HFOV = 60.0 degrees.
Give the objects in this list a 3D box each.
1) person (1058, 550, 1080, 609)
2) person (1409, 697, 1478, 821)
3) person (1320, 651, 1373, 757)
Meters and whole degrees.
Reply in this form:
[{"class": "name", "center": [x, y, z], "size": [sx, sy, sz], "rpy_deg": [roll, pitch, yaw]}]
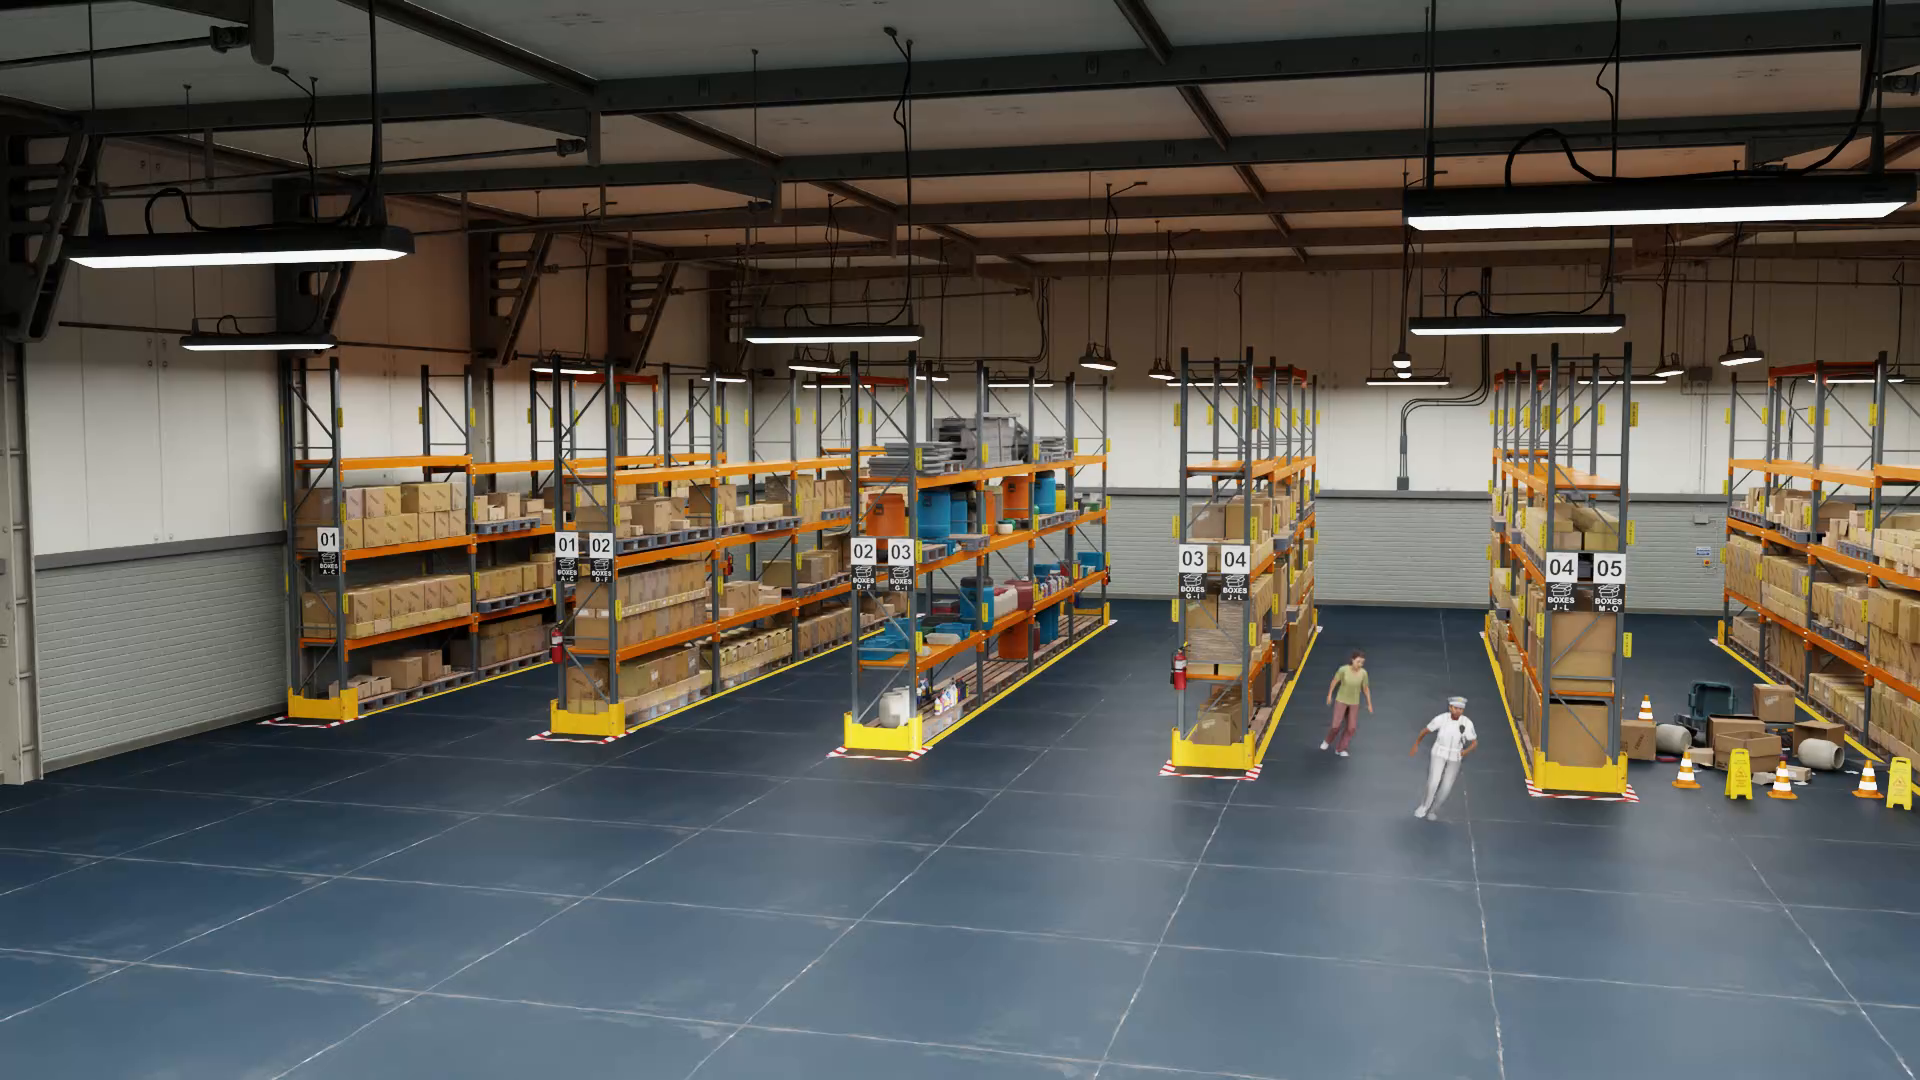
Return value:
[{"class": "person", "center": [2.832, 1.051, 42.622], "size": [0.848, 1.625, 0.594], "rpy_deg": [2, 5, 24]}, {"class": "person", "center": [6.016, 2.724, 20.588], "size": [0.761, 1.608, 0.630], "rpy_deg": [0, 4, 3]}, {"class": "person", "center": [5.693, 2.397, 24.489], "size": [0.698, 1.598, 0.593], "rpy_deg": [0, 4, -1]}]
